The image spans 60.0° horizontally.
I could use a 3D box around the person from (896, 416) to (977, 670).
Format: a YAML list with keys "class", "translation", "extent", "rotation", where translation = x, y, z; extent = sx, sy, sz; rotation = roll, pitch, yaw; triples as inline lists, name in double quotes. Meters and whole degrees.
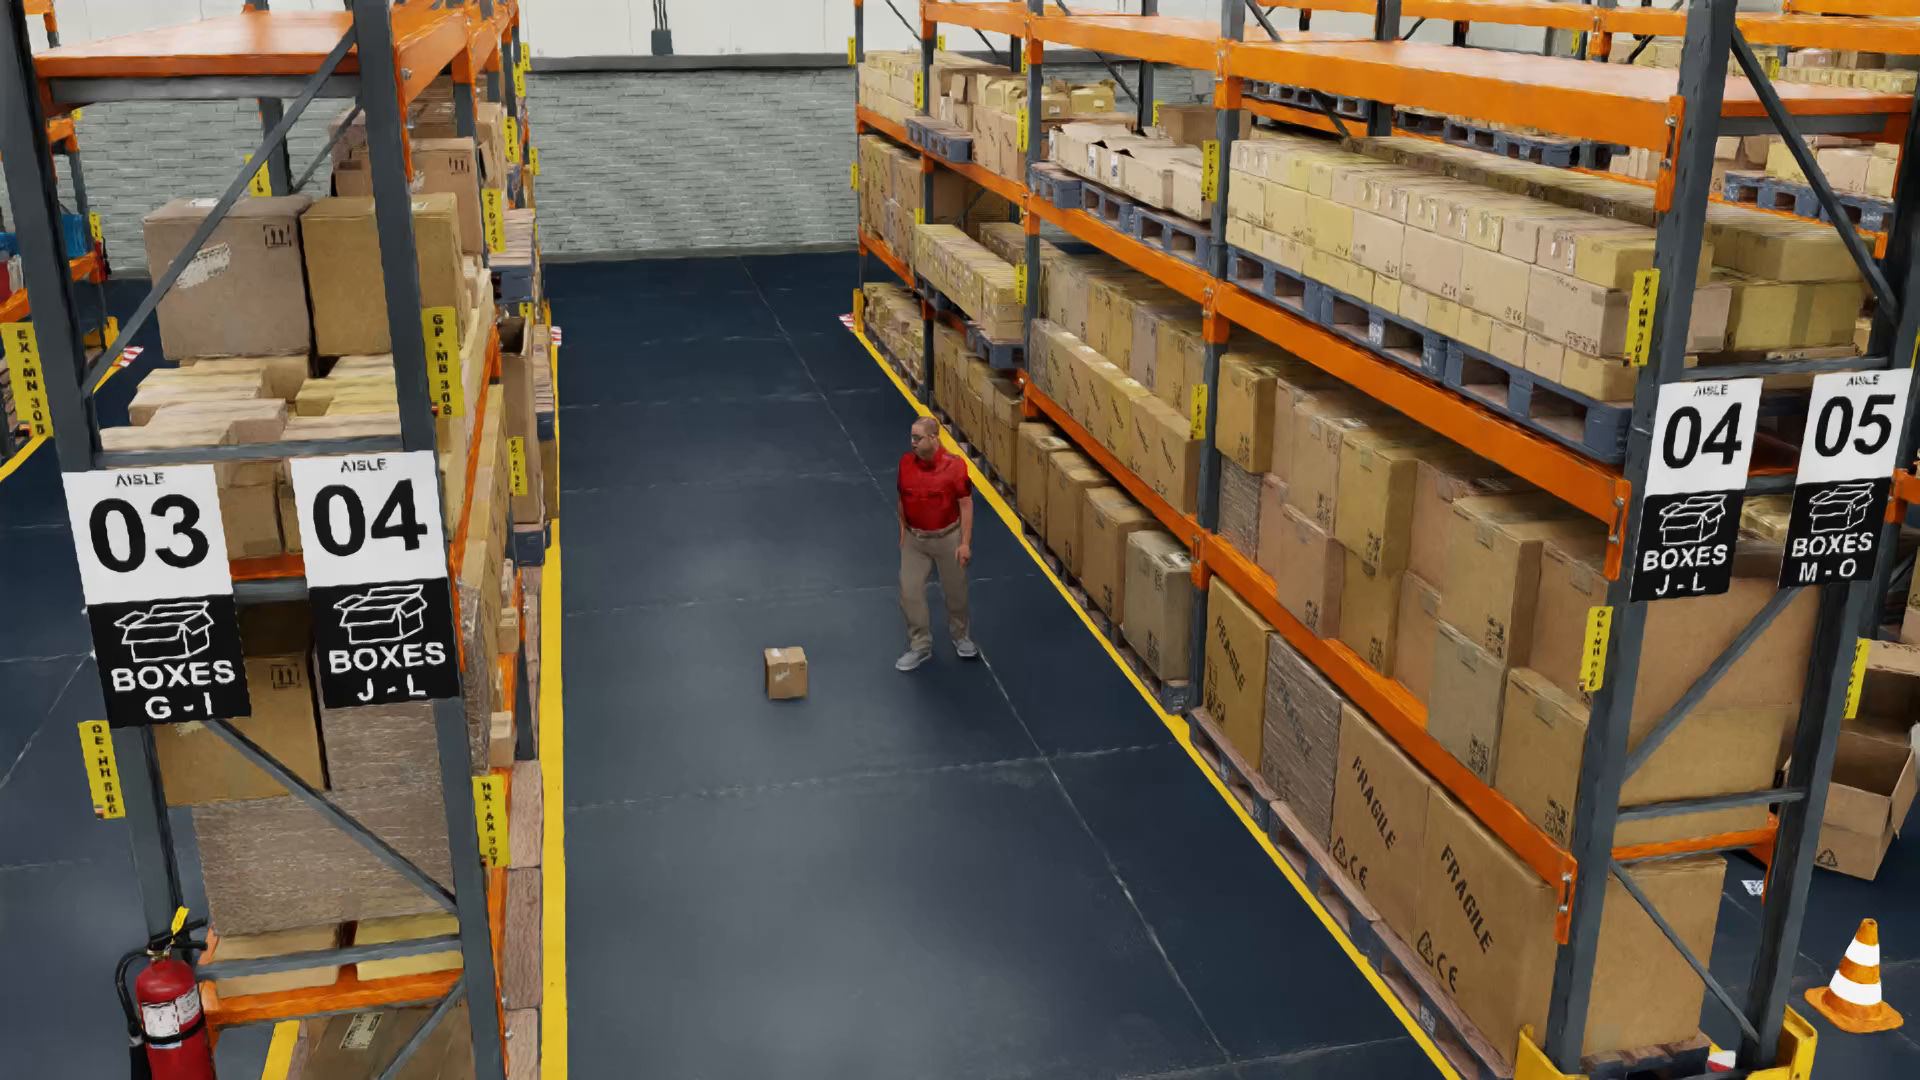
- class: "person"
  translation: [-0.170, -0.004, 11.109]
  extent: [0.557, 1.719, 0.592]
  rotation: [8, 21, 21]
